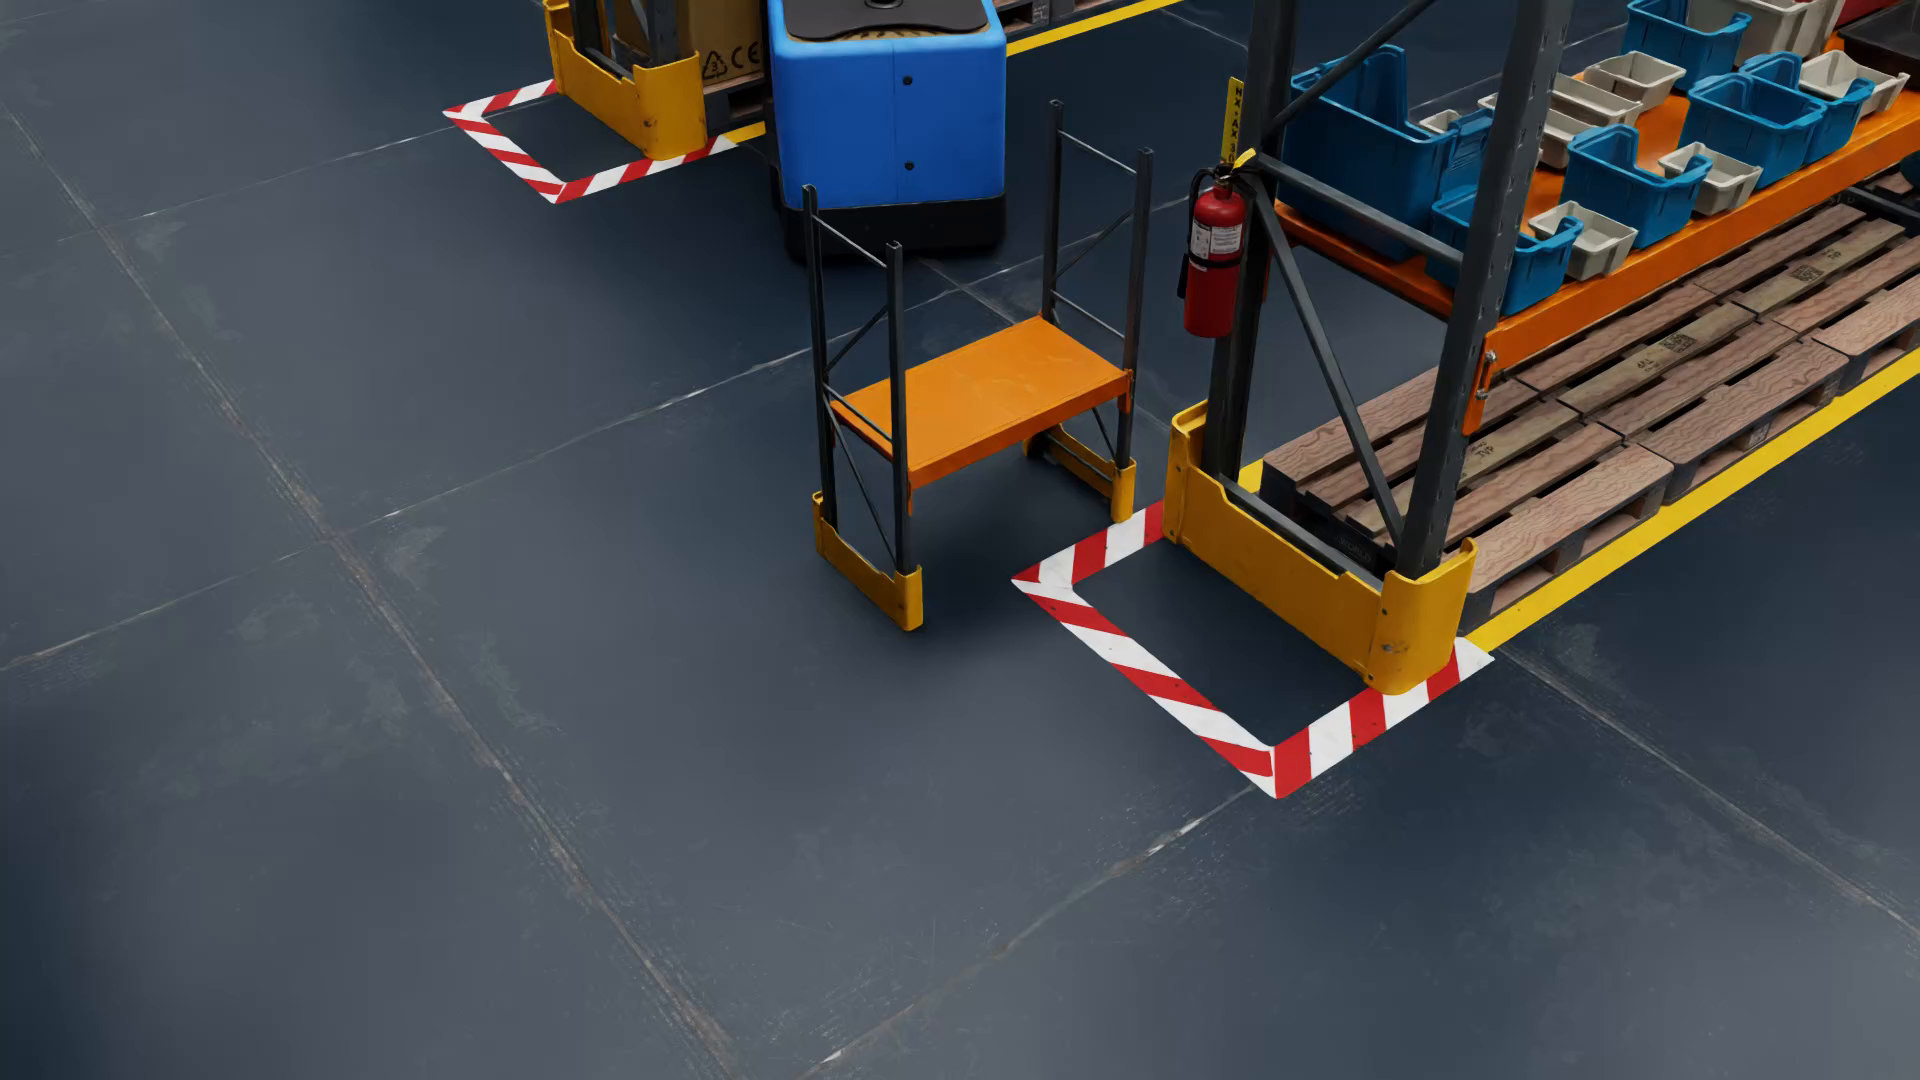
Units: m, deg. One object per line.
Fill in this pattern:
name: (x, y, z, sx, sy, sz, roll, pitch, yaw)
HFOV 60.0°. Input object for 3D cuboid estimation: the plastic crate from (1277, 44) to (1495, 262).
plastic crate: (1.391, -1.253, 5.337, 0.499, 0.435, 0.616, -26, 46, -28)

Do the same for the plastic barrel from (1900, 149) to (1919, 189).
plastic barrel: (4.852, -2.092, 7.758, 0.708, 0.901, 0.600, -26, 46, -28)

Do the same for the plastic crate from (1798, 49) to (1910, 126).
plastic crate: (3.213, -1.636, 6.040, 0.466, 0.136, 0.293, -26, 46, -28)

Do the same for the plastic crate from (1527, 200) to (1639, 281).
plastic crate: (1.940, -0.926, 5.175, 0.298, 0.136, 0.250, -26, 46, -28)

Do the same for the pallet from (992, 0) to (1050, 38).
pallet: (-0.226, -3.223, 10.012, 1.213, 0.211, 1.003, -26, 46, -28)

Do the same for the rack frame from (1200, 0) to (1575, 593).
rack frame: (1.239, -0.993, 5.095, 0.127, 3.000, 1.000, -26, 46, -28)

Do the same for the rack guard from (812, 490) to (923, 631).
rack guard: (-0.334, 0.066, 5.972, 0.087, 0.250, 0.587, -26, 46, -28)

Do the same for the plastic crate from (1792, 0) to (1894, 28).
plastic crate: (3.550, -2.368, 6.674, 0.583, 0.464, 0.402, -26, 46, -28)

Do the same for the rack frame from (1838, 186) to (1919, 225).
rack frame: (4.411, -2.539, 6.980, 0.127, 3.000, 1.000, -26, 46, -28)

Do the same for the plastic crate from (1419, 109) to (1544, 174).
plastic crate: (1.775, -1.320, 5.655, 0.243, 0.136, 0.396, -26, 46, -28)

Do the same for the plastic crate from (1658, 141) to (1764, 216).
plastic crate: (2.478, -1.189, 5.495, 0.298, 0.136, 0.250, -26, 46, -28)

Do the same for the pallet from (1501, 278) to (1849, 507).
pallet: (2.883, -0.683, 6.916, 1.213, 0.211, 1.003, -26, 46, -28)

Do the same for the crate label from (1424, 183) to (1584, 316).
crate label: (1.635, -0.881, 5.044, 0.303, 0.233, 0.416, -26, 46, -28)

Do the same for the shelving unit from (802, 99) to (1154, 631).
shelving unit: (0.060, -0.609, 5.810, 1.083, 1.500, 0.587, -26, 46, -28)

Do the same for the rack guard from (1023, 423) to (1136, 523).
rack guard: (0.455, -0.319, 6.441, 0.087, 0.250, 0.587, -26, 46, -28)

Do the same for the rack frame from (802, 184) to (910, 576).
rack frame: (-0.336, -0.416, 5.575, 0.032, 1.500, 0.500, -26, 46, -28)

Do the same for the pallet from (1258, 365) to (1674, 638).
pallet: (1.917, -0.214, 6.345, 1.213, 0.211, 1.003, -26, 46, -28)

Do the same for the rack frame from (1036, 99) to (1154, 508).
rack frame: (0.471, -0.809, 6.054, 0.032, 1.500, 0.500, -26, 46, -28)

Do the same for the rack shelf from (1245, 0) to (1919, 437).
rack shelf: (2.825, -1.488, 6.266, 4.000, 0.370, 1.077, -26, 46, -28)

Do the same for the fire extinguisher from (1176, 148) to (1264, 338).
fire extinguisher: (0.843, -0.989, 5.446, 0.183, 0.674, 0.296, -26, 46, -28)

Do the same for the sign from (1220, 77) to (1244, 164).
sign: (0.891, -1.327, 5.373, 0.005, 0.325, 0.100, -26, 46, -28)

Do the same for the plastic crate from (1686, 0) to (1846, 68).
plastic crate: (3.088, -2.019, 6.392, 0.530, 0.282, 0.437, -26, 46, -28)

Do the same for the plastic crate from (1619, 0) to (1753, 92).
plastic crate: (2.711, -1.874, 6.254, 0.300, 0.233, 0.416, -26, 46, -28)

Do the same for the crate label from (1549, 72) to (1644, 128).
crate label: (2.220, -1.545, 5.929, 0.243, 0.136, 0.396, -26, 46, -28)

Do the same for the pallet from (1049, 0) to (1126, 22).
pallet: (0.742, -3.697, 10.590, 1.213, 0.211, 1.003, -26, 46, -28)

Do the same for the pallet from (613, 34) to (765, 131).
pallet: (-1.193, -2.754, 9.441, 1.213, 0.211, 1.003, -26, 46, -28)

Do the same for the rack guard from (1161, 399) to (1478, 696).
rack guard: (1.228, -0.011, 5.869, 0.348, 0.500, 1.175, -26, 46, -28)

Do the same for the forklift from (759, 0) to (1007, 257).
forklift: (-0.494, -3.384, 8.064, 1.130, 2.935, 3.031, -5, 40, -6)

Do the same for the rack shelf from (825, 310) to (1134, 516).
rack shelf: (0.068, -0.474, 5.929, 1.000, 0.185, 0.538, -26, 46, -28)

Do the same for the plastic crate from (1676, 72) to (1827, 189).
plastic crate: (2.679, -1.390, 5.664, 0.300, 0.233, 0.416, -26, 46, -28)

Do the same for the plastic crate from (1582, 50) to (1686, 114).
plastic crate: (2.443, -1.669, 6.080, 0.250, 0.136, 0.298, -26, 46, -28)

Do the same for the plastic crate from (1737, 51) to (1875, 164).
plastic crate: (2.917, -1.506, 5.806, 0.300, 0.233, 0.416, -26, 46, -28)

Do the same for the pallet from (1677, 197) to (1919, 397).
pallet: (3.851, -1.157, 7.494, 1.213, 0.211, 1.003, -26, 46, -28)

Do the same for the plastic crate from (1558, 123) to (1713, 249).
plastic crate: (2.157, -1.136, 5.354, 0.300, 0.233, 0.416, -26, 46, -28)

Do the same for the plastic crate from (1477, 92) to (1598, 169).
plastic crate: (2.014, -1.425, 5.783, 0.243, 0.136, 0.396, -26, 46, -28)

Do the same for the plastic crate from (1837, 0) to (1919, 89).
plastic crate: (3.687, -1.888, 6.356, 0.590, 0.125, 0.437, -26, 46, -28)

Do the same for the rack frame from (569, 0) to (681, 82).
rack frame: (-1.779, -3.484, 8.132, 0.127, 3.000, 1.000, -26, 46, -28)

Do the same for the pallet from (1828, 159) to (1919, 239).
pallet: (5.048, -1.738, 8.202, 1.213, 0.211, 1.003, -26, 46, -28)

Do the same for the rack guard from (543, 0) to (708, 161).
rack guard: (-1.798, -2.508, 8.913, 0.348, 0.500, 1.175, -26, 46, -28)

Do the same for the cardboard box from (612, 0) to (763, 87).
cardboard box: (-1.320, -3.112, 9.023, 0.875, 0.875, 0.875, -26, 46, -28)
